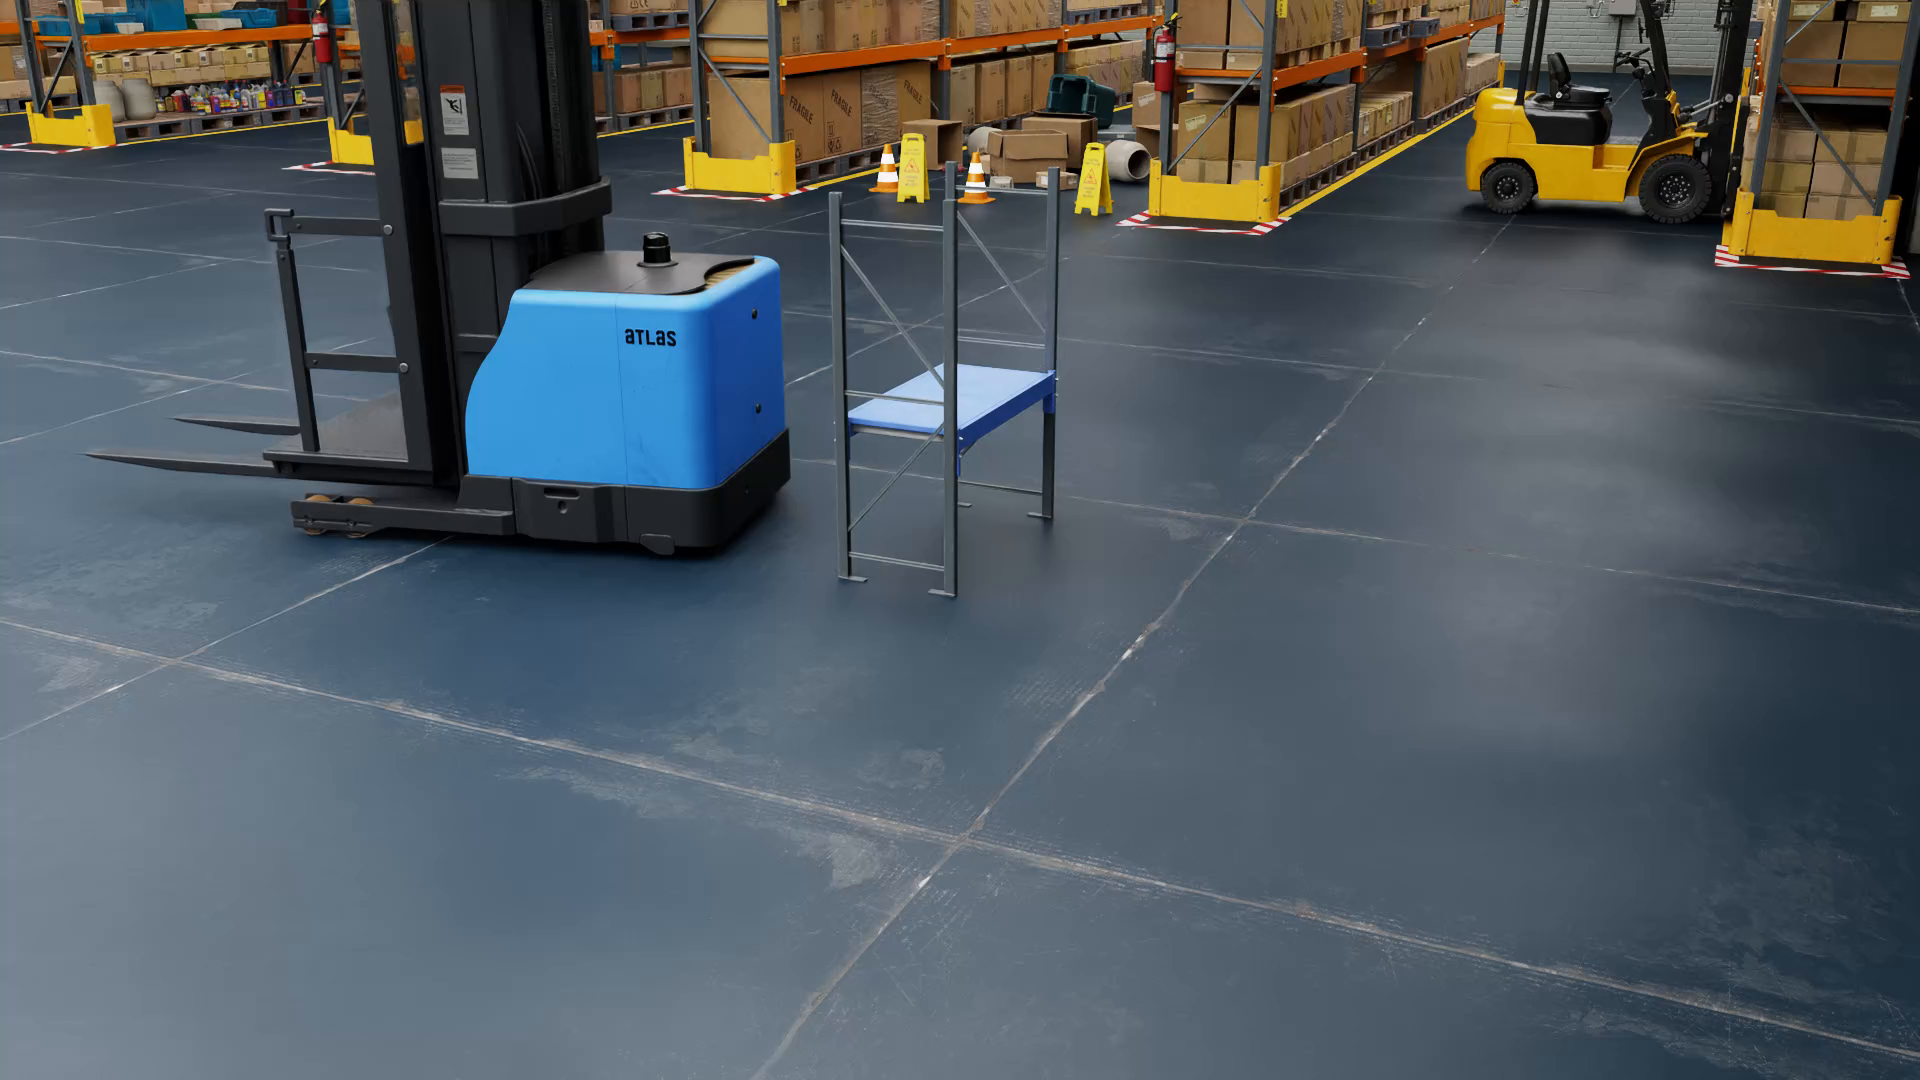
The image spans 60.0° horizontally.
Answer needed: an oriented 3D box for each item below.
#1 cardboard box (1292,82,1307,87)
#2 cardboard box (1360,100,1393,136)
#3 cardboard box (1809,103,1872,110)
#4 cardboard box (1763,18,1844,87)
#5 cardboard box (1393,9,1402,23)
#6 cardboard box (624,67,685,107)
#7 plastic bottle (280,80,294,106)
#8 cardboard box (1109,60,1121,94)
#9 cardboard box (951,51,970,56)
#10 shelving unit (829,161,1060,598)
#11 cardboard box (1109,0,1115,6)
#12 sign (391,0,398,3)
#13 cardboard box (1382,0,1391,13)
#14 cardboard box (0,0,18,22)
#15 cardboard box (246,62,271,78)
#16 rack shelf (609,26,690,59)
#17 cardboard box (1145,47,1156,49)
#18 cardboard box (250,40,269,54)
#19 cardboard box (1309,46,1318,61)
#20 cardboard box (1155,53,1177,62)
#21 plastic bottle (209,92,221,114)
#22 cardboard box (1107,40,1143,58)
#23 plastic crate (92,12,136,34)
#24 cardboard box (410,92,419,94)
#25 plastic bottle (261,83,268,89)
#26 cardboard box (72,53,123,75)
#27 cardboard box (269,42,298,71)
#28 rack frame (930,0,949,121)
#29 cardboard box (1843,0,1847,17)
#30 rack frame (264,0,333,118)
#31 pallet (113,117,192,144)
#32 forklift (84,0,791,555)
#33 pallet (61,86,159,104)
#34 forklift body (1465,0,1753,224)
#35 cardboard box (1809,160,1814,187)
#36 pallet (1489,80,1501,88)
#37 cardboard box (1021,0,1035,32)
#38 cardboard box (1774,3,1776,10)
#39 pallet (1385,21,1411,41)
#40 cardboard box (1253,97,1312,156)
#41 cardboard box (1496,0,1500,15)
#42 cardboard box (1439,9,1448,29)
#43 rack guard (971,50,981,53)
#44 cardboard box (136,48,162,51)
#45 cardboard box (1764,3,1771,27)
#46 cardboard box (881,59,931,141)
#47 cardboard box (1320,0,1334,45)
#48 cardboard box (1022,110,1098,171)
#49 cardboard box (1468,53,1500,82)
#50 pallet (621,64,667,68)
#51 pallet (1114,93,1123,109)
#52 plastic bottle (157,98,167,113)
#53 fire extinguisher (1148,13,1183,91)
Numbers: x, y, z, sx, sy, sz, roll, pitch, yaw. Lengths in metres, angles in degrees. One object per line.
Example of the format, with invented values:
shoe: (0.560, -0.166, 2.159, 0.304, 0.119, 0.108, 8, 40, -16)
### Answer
cardboard box: (3.457, -4.721, 18.125, 0.500, 0.500, 0.500, 10, 22, 25)
cardboard box: (4.732, -5.162, 20.303, 0.950, 0.372, 0.625, 9, 22, 24)
cardboard box: (8.257, -3.968, 15.635, 0.500, 0.250, 0.500, 8, 21, 22)
cardboard box: (6.799, -3.940, 13.421, 0.500, 0.500, 0.500, 8, 21, 21)
cardboard box: (5.019, -6.209, 19.698, 0.380, 0.149, 0.250, 9, 22, 25)
cardboard box: (-4.383, -6.497, 23.835, 0.700, 0.500, 0.500, 7, 21, 18)
plastic bottle: (-9.615, -6.371, 23.703, 0.144, 0.351, 0.185, 8, 21, 21)
cardboard box: (2.166, -7.149, 25.698, 0.500, 0.500, 0.500, 8, 21, 22)
cardboard box: (-0.371, -9.627, 32.107, 0.875, 0.875, 0.875, 9, 21, 23)
shelving unit: (-0.035, -0.681, 6.644, 0.538, 1.500, 1.048, 9, 21, 23)
cardboard box: (2.151, -8.235, 25.396, 0.380, 0.149, 0.250, 10, 22, 25)
sign: (-6.239, -6.079, 18.294, 0.100, 0.325, 0.005, 9, 21, 23)
cardboard box: (4.604, -6.251, 18.850, 0.500, 0.500, 0.500, 9, 21, 23)
cardboard box: (-14.518, -8.077, 25.056, 0.700, 0.500, 0.500, 8, 21, 22)
cardboard box: (-12.487, -8.260, 29.195, 0.500, 0.250, 0.500, 9, 22, 24)
rack shelf: (-4.277, -7.241, 23.927, 1.077, 0.370, 4.000, 9, 21, 23)
cardboard box: (3.554, -8.787, 29.939, 0.380, 0.149, 0.250, 8, 21, 23)
cardboard box: (-14.977, -10.688, 35.649, 0.700, 0.500, 0.500, 9, 21, 23)
cardboard box: (3.318, -4.813, 16.400, 0.380, 0.149, 0.250, 8, 21, 21)
cardboard box: (3.484, -8.224, 28.357, 0.380, 0.149, 0.250, 9, 21, 24)
plastic bottle: (-10.116, -5.931, 22.567, 0.061, 0.283, 0.133, 9, 21, 24)
cardboard box: (2.590, -7.814, 26.448, 0.500, 0.250, 0.500, 8, 21, 21)
plastic crate: (-11.049, -6.747, 21.686, 0.499, 0.251, 0.408, 9, 21, 23)
cardboard box: (-6.249, -5.142, 20.055, 0.500, 0.500, 0.500, 15, 25, 37)
plastic bottle: (-10.145, -6.533, 24.277, 0.097, 0.271, 0.097, 0, 20, 0)
cardboard box: (-13.735, -7.588, 26.468, 0.500, 0.311, 0.500, 9, 21, 23)
cardboard box: (-12.325, -8.899, 30.590, 0.500, 0.500, 0.500, 9, 22, 25)
rack frame: (-0.612, -6.257, 20.087, 1.000, 3.000, 0.127, 9, 21, 23)
cardboard box: (7.366, -4.288, 13.432, 0.380, 0.149, 0.250, 8, 21, 22)
rack frame: (-9.614, -7.648, 23.998, 1.000, 3.000, 0.127, 9, 21, 23)
pallet: (-10.926, -5.389, 21.807, 1.003, 0.211, 1.213, 9, 21, 23)
forklift: (-2.340, -1.555, 6.968, 3.031, 2.935, 1.130, 4, 20, 12)
pallet: (-13.866, -7.246, 27.028, 1.003, 0.211, 1.213, 9, 21, 23)
forklift body: (5.950, -4.136, 15.389, 2.313, 2.155, 1.214, 9, 21, 23)
cardboard box: (7.415, -3.114, 13.980, 0.500, 0.250, 0.500, 8, 21, 22)
pallet: (8.603, -7.708, 28.328, 1.003, 0.211, 1.213, 9, 21, 23)
cardboard box: (0.676, -7.047, 22.159, 0.500, 0.500, 0.500, 8, 21, 22)
cardboard box: (7.554, -4.833, 14.965, 0.380, 0.149, 0.250, 8, 21, 21)
pallet: (4.810, -6.130, 20.017, 1.003, 0.211, 1.213, 9, 21, 23)
cardboard box: (3.109, -4.018, 16.148, 0.500, 0.500, 0.500, 8, 21, 21)
cardboard box: (8.684, -8.989, 27.619, 0.500, 0.500, 0.500, 8, 21, 22)
cardboard box: (6.428, -7.195, 22.947, 0.500, 0.250, 0.500, 9, 22, 24)
rack guard: (-0.172, -9.467, 32.841, 1.175, 0.500, 0.348, 9, 21, 23)
cardboard box: (-13.604, -8.124, 27.976, 0.500, 0.311, 0.500, 8, 21, 22)
cardboard box: (8.647, -5.437, 17.259, 0.500, 0.250, 0.500, 8, 21, 21)
cardboard box: (-0.933, -5.271, 19.859, 0.875, 0.875, 0.875, 9, 21, 24)
cardboard box: (3.372, -5.151, 16.384, 0.500, 0.500, 0.500, 8, 21, 22)
cardboard box: (1.092, -4.445, 18.514, 0.797, 0.637, 0.503, 9, 21, 23)
cardboard box: (8.680, -8.052, 28.331, 0.875, 0.438, 0.875, 8, 21, 21)
pallet: (-6.073, -9.010, 31.989, 1.003, 0.211, 1.213, 9, 21, 23)
pallet: (1.848, -6.776, 25.708, 1.003, 0.211, 1.213, 9, 21, 23)
plastic bottle: (-10.900, -5.936, 22.703, 0.097, 0.201, 0.097, 0, 20, 0)
fire extinguisher: (1.840, -4.378, 14.918, 0.296, 0.674, 0.183, 9, 21, 23)
